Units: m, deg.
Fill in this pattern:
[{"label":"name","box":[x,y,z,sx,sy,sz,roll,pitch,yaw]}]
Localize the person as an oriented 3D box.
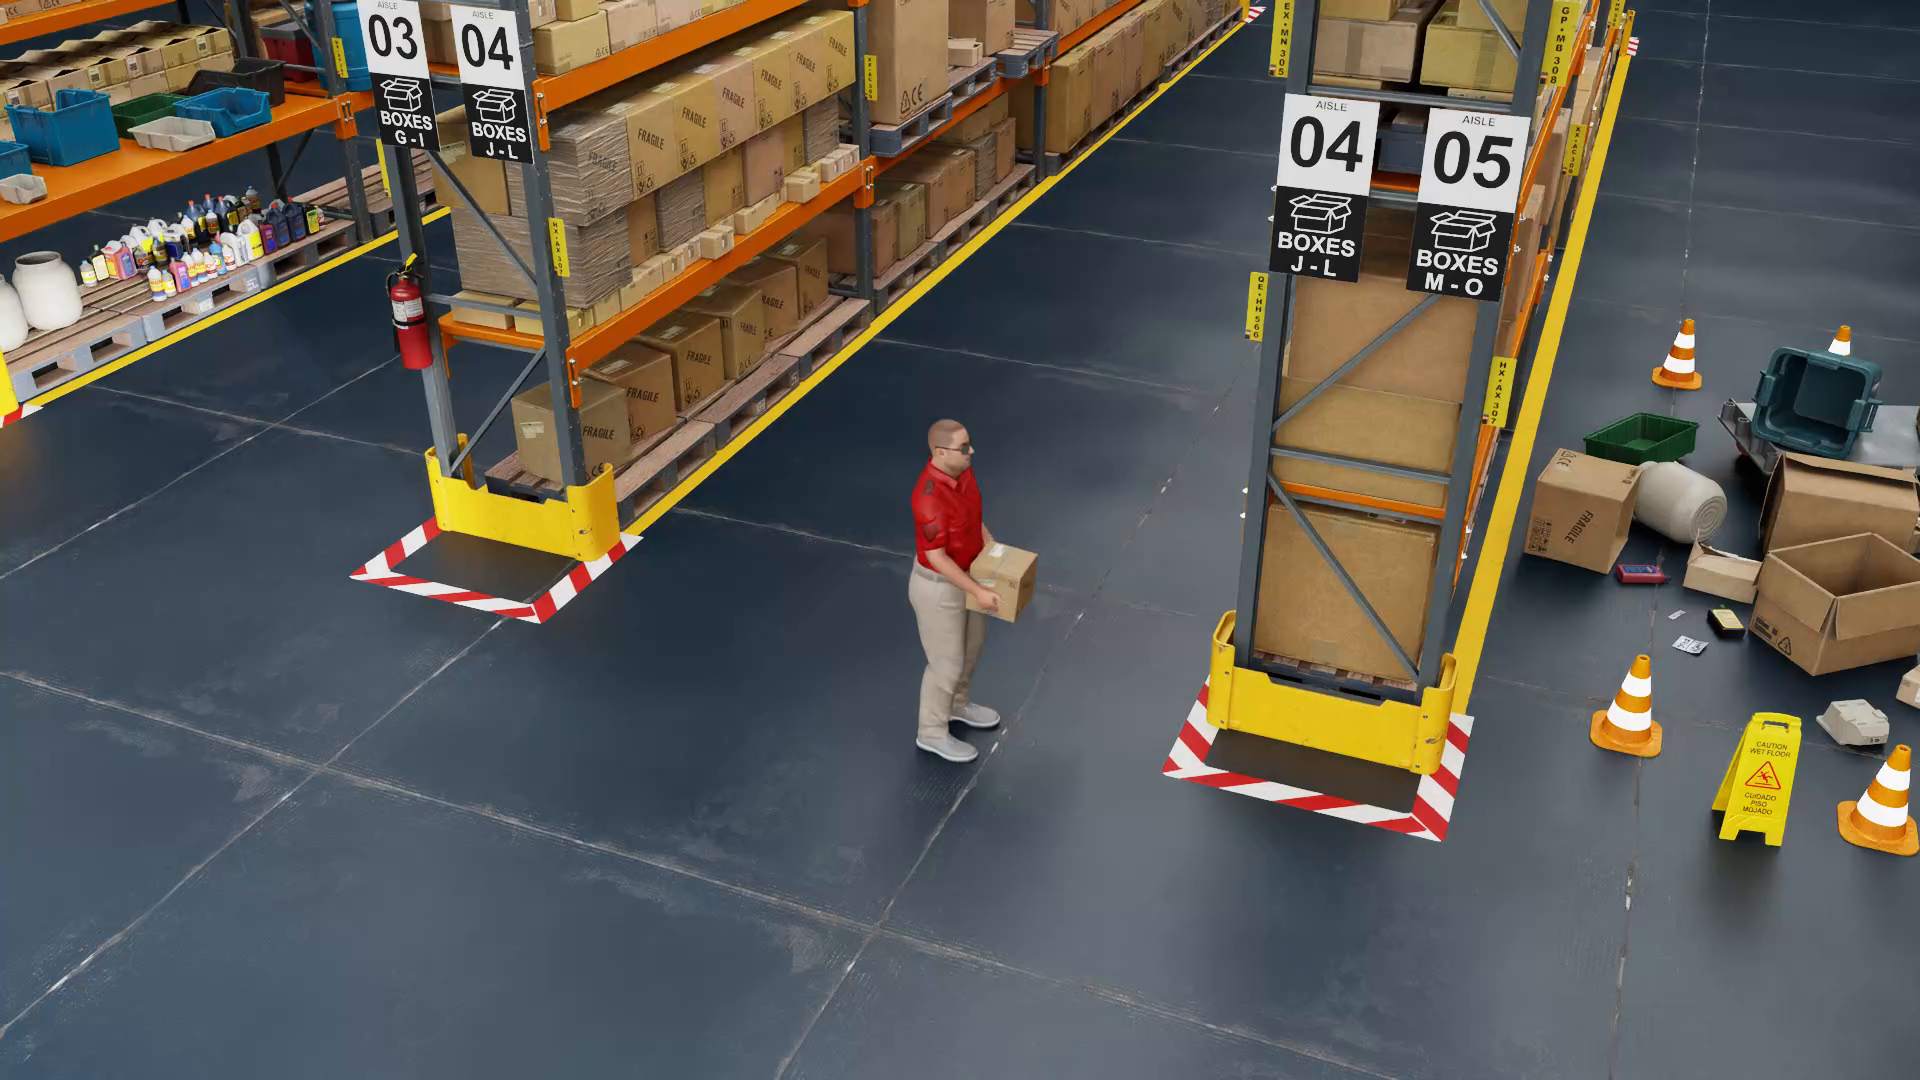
[{"label":"person","box":[-0.028,0.303,8.073,0.387,1.533,0.524,11,31,19]}]
